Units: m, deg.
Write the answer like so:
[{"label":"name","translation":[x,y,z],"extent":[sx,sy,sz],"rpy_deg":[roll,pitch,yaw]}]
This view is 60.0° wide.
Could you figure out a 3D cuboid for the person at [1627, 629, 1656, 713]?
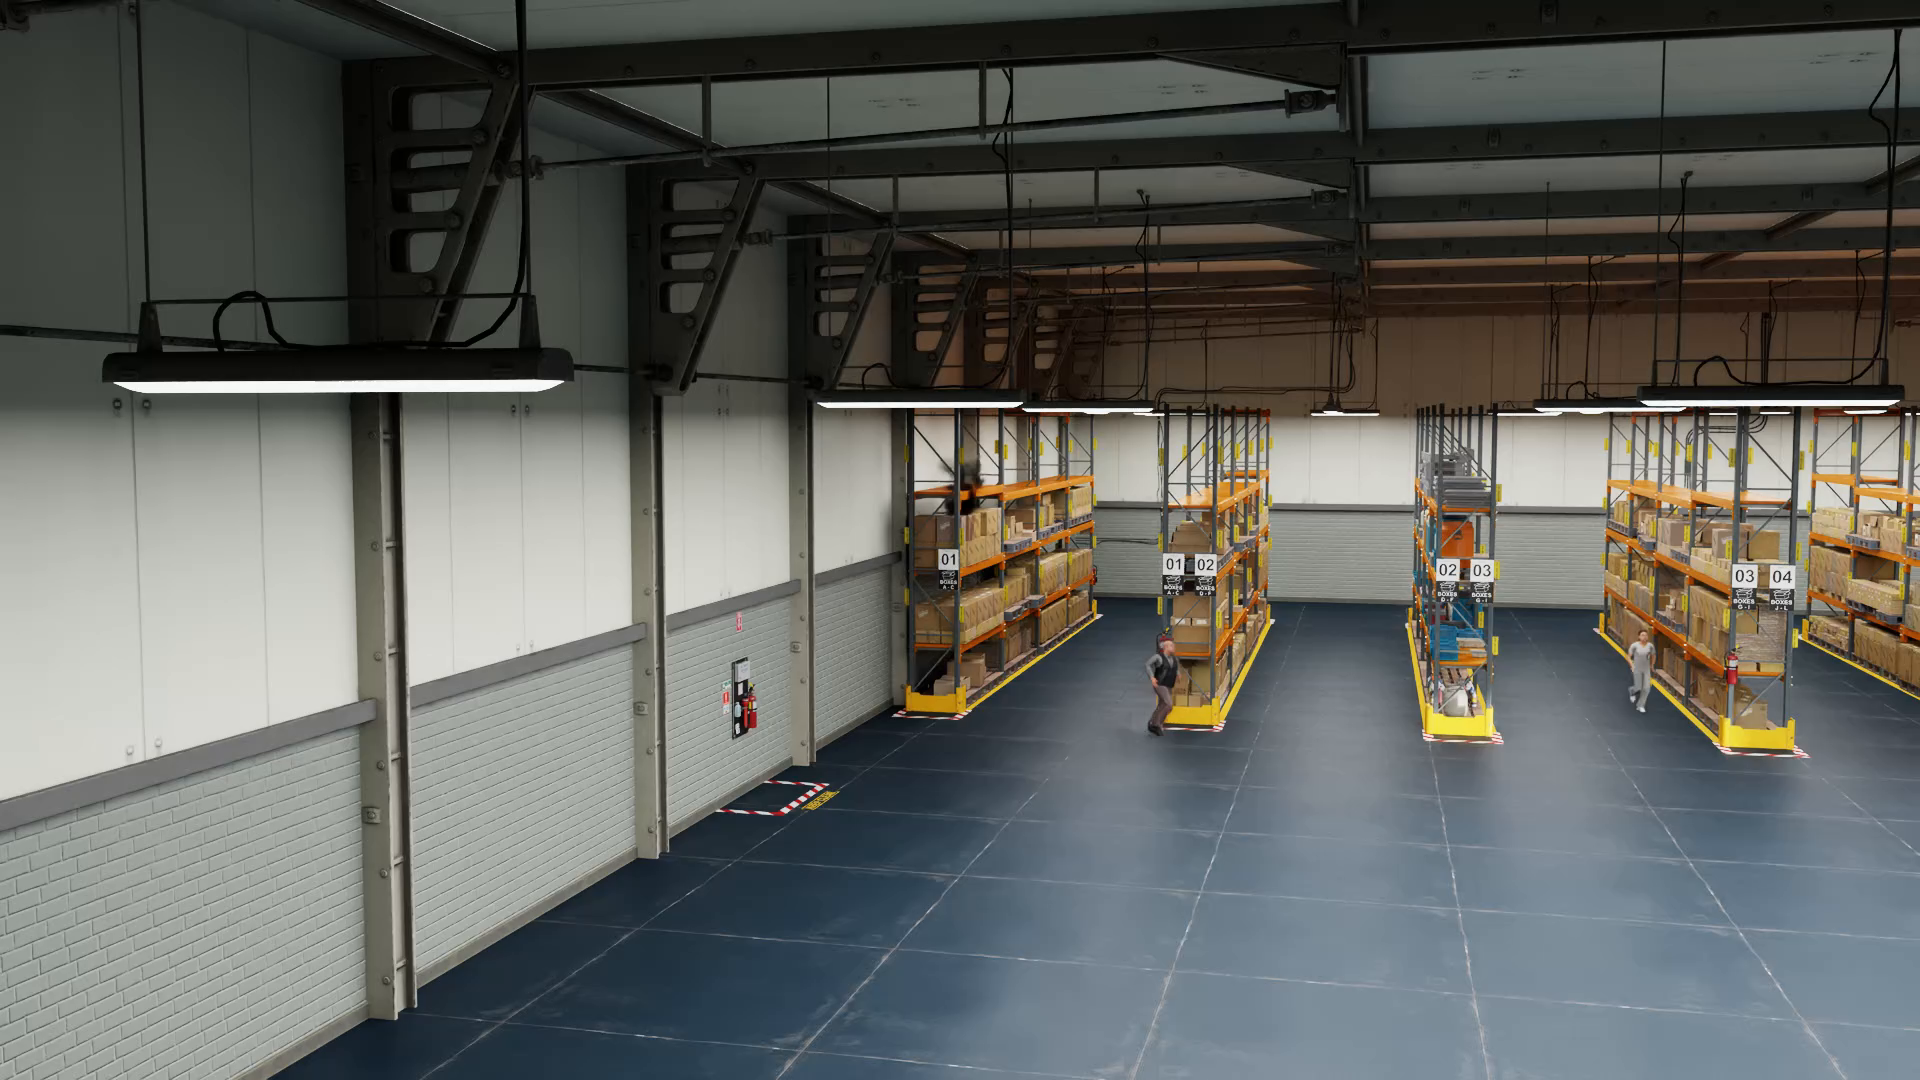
[{"label":"person","translation":[13.360,2.544,32.636],"extent":[0.550,1.621,0.622],"rpy_deg":[1,4,7]}]

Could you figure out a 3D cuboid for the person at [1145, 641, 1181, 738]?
[{"label":"person","translation":[3.721,2.685,30.141],"extent":[0.670,1.720,0.677],"rpy_deg":[-4,6,-43]}]
